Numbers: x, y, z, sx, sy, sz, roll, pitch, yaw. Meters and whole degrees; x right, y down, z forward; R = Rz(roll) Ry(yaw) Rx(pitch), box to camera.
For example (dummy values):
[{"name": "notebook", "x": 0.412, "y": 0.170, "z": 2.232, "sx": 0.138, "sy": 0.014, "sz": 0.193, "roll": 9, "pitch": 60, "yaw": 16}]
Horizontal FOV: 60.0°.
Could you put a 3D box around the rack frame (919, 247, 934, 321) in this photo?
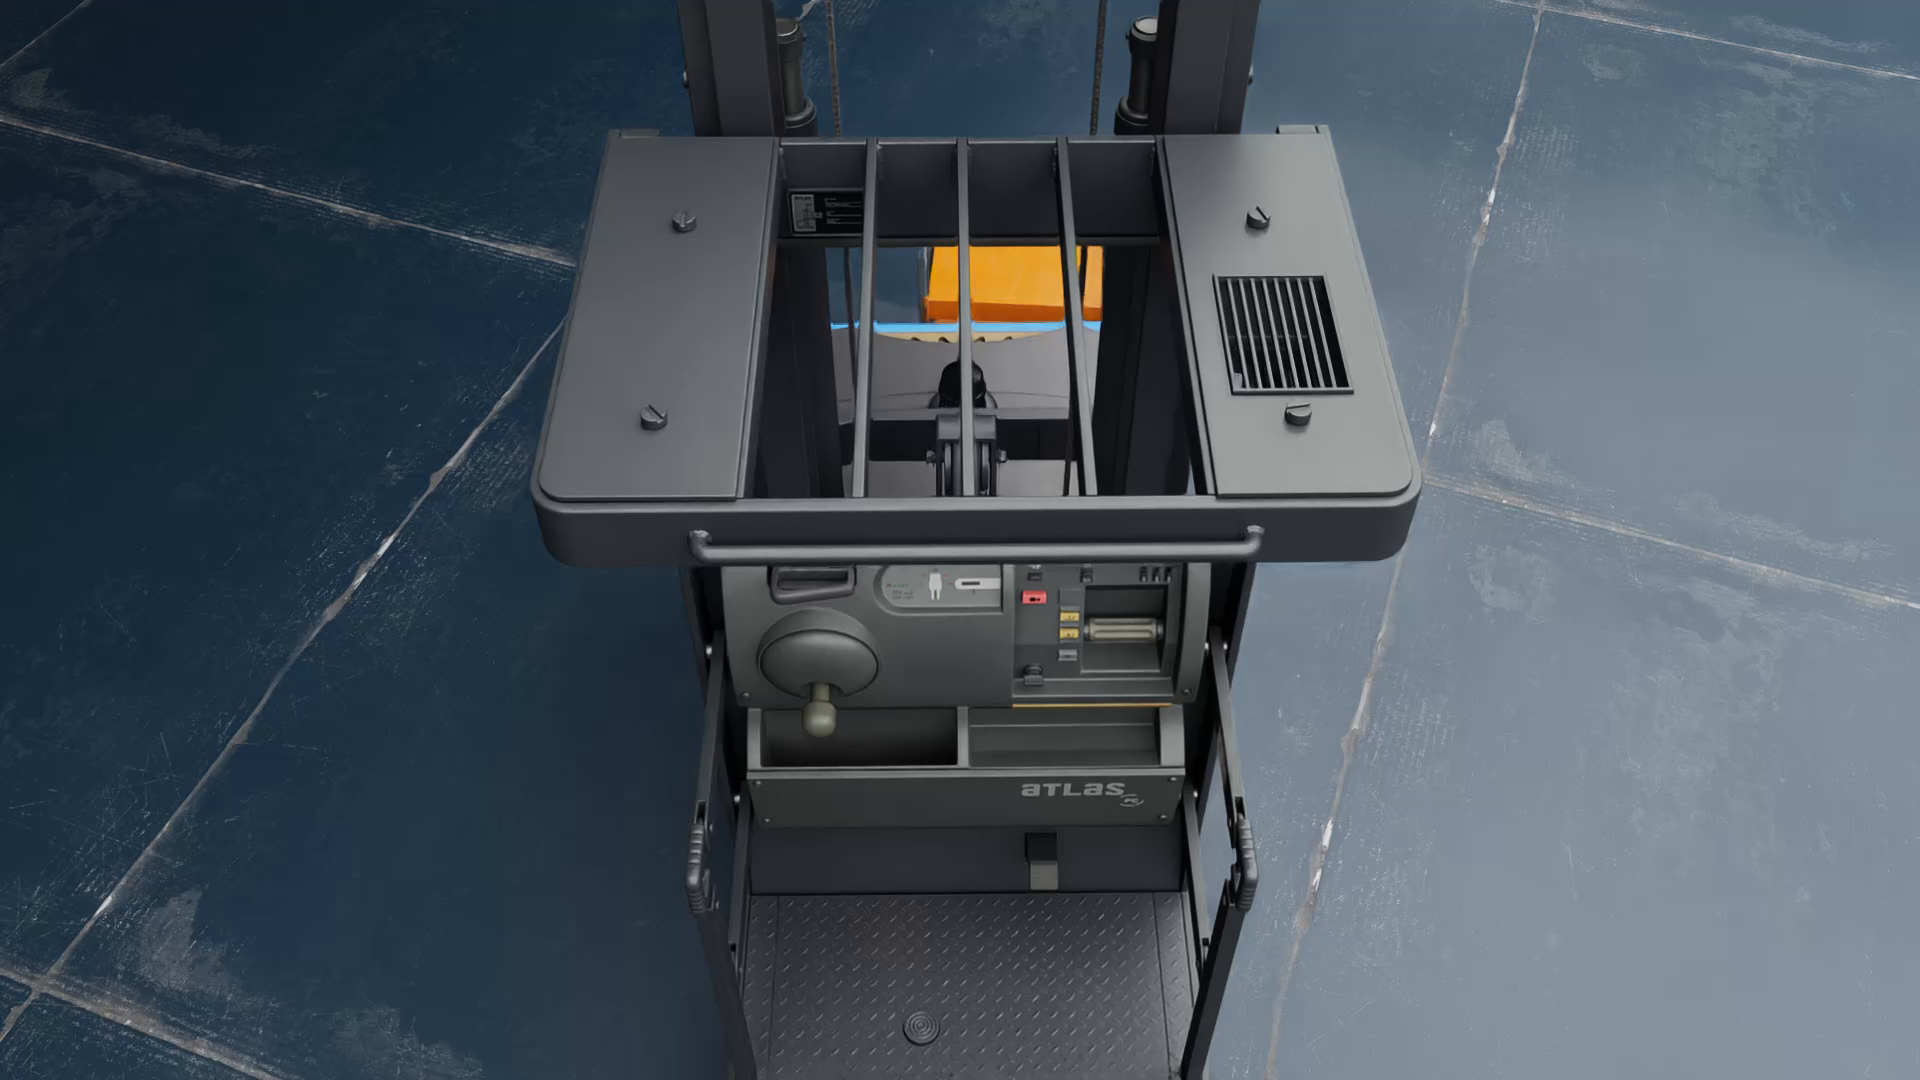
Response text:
[{"name": "rack frame", "x": -0.091, "y": -0.431, "z": 4.830, "sx": 0.015, "sy": 1.200, "sz": 0.240, "roll": 3, "pitch": 49, "yaw": 2}]

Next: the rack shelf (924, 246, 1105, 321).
[{"name": "rack shelf", "x": 0.152, "y": -0.677, "z": 4.522, "sx": 0.480, "sy": 0.148, "sz": 0.258, "roll": 3, "pitch": 49, "yaw": 2}]

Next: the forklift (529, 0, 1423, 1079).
[{"name": "forklift", "x": 0.017, "y": 0.285, "z": 3.064, "sx": 1.130, "sy": 2.935, "sz": 3.031, "roll": 0, "pitch": 49, "yaw": 0}]

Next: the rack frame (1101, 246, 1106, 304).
[{"name": "rack frame", "x": 0.396, "y": -0.407, "z": 4.809, "sx": 0.015, "sy": 1.200, "sz": 0.240, "roll": 3, "pitch": 49, "yaw": 2}]

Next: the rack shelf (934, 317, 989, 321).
[{"name": "rack shelf", "x": 0.152, "y": -0.522, "z": 4.701, "sx": 0.480, "sy": 0.148, "sz": 0.258, "roll": 3, "pitch": 49, "yaw": 2}]

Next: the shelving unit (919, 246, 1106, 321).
[{"name": "shelving unit", "x": 0.152, "y": -0.419, "z": 4.819, "sx": 0.503, "sy": 1.200, "sz": 0.258, "roll": 3, "pitch": 49, "yaw": 2}]
